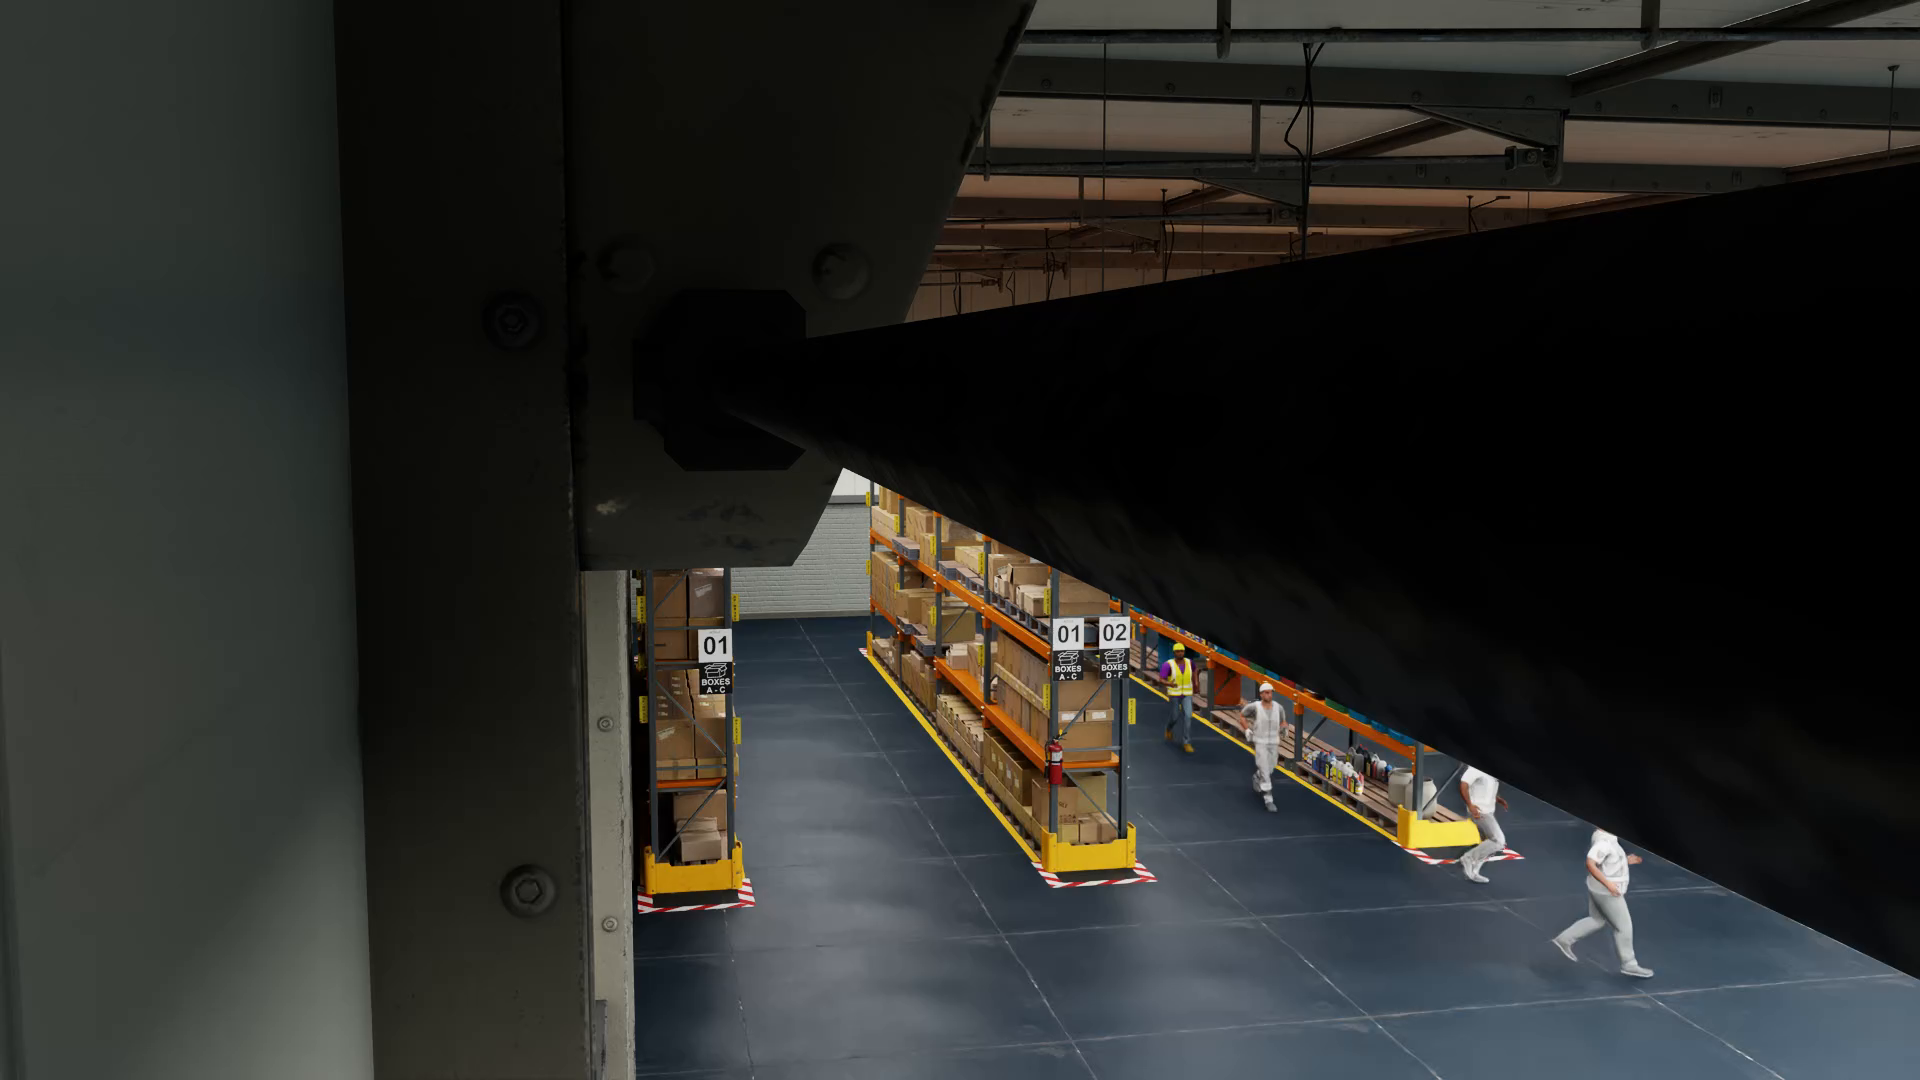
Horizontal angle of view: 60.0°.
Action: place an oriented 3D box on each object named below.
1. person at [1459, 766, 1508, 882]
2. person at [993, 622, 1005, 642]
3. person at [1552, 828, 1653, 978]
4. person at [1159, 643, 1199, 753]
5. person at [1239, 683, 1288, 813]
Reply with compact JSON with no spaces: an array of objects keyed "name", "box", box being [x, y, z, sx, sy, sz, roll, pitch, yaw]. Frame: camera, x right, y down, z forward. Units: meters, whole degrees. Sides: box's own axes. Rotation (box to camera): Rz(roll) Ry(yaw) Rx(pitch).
[{"name":"person","box":[6.470,3.344,20.500,0.535,1.709,0.742,3,7,25]},{"name":"person","box":[0.826,1.861,35.316,0.594,1.622,0.570,-3,6,-23]},{"name":"person","box":[6.731,3.628,17.286,0.947,1.761,0.668,1,6,10]},{"name":"person","box":[3.649,2.568,27.506,0.714,1.744,1.031,-1,6,-8]},{"name":"person","box":[4.392,2.940,23.957,0.656,1.792,0.983,-1,6,-12]}]
